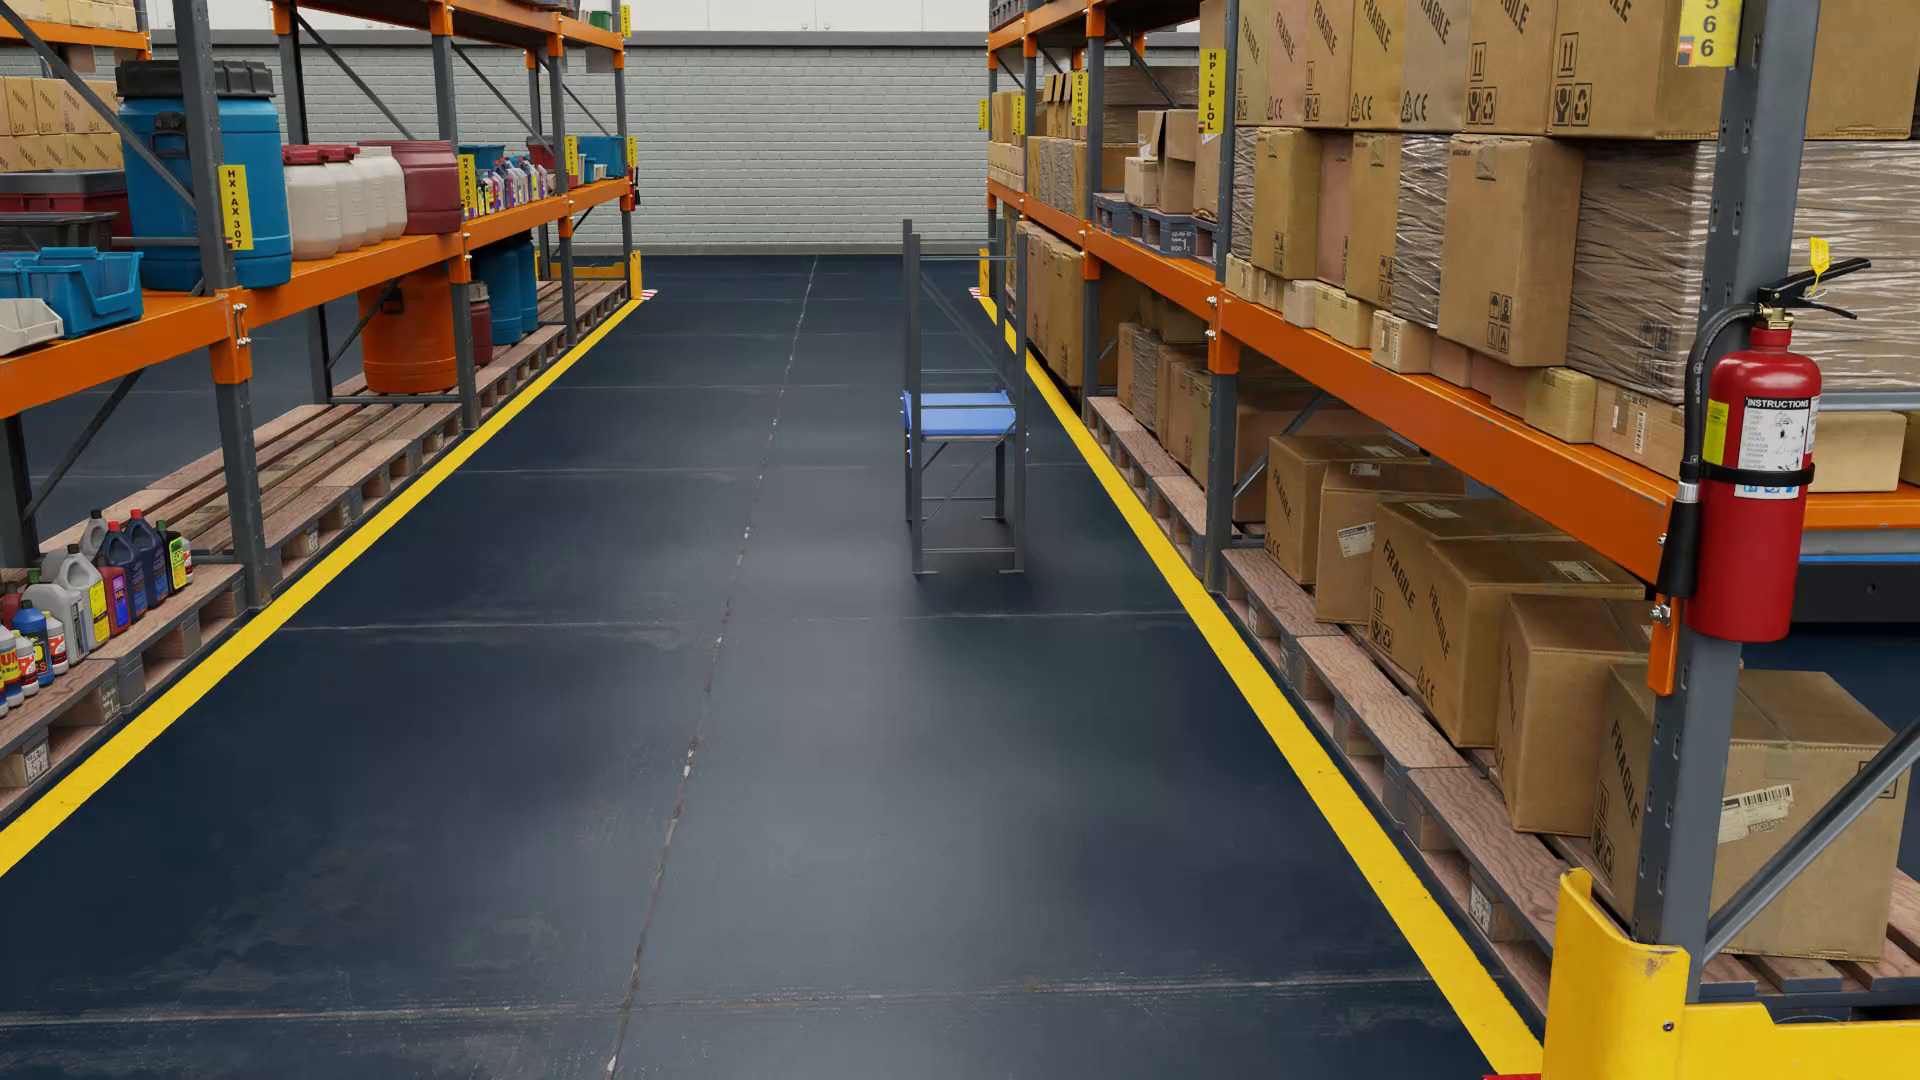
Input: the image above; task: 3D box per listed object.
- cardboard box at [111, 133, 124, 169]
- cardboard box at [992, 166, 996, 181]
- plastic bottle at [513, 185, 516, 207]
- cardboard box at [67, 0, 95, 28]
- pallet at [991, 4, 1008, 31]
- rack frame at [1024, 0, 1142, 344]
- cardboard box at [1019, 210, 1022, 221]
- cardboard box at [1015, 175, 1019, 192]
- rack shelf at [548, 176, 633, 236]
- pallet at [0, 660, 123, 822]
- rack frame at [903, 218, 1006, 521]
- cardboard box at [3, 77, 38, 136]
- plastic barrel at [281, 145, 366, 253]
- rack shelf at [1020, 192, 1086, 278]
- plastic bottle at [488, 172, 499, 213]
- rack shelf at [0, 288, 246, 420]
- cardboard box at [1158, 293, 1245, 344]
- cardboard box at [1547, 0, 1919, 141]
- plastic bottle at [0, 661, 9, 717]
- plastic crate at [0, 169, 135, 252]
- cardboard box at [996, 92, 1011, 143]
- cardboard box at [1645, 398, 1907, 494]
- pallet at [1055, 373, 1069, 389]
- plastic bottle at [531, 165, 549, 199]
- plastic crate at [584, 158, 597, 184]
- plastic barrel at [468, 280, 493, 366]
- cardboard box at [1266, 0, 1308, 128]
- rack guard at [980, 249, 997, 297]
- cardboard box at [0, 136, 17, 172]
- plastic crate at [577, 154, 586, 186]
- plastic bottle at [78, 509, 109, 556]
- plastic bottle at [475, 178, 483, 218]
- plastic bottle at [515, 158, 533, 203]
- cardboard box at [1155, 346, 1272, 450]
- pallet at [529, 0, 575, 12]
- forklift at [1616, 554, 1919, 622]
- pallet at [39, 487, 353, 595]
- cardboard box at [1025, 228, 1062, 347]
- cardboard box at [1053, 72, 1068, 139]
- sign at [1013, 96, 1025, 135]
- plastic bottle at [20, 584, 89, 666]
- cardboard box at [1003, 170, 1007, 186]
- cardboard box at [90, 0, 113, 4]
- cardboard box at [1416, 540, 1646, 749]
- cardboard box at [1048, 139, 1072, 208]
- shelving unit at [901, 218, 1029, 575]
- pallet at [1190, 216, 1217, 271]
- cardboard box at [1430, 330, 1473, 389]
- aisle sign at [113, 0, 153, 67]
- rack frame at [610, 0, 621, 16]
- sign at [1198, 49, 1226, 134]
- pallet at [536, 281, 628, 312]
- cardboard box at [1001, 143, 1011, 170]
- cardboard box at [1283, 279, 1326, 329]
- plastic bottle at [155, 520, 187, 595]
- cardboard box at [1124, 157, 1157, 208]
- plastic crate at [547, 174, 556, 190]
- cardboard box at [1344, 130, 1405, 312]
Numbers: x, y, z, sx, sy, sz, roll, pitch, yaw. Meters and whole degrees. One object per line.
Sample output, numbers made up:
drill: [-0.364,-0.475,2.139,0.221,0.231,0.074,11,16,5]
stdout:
cardboard box: [-8.737,-3.883,16.896,0.500,0.500,0.500,-1,14,-3]
cardboard box: [0.542,-3.880,17.590,0.380,0.149,0.250,-1,14,-5]
plastic bottle: [-3.422,-2.626,12.611,0.097,0.201,0.097,0,14,0]
cardboard box: [-8.713,-5.078,16.024,0.500,0.250,0.500,-1,14,-3]
pallet: [0.872,-5.448,17.338,1.003,0.211,1.213,-1,14,-3]
rack frame: [1.064,-3.227,14.551,1.000,3.000,0.127,-1,14,-3]
cardboard box: [1.047,-2.791,16.276,0.875,0.875,0.875,-1,14,-3]
cardboard box: [0.702,-3.241,15.106,0.380,0.149,0.250,-1,14,-2]
rack shelf: [-4.004,-3.300,16.276,1.077,0.370,4.000,-1,14,-3]
pallet: [-3.305,0.661,5.034,1.003,0.211,1.213,-1,14,-3]
rack frame: [-0.026,-0.832,8.248,0.500,1.500,0.032,-1,14,-3]
cardboard box: [-8.605,-3.858,14.794,0.500,0.500,0.500,-1,14,-5]
plastic barrel: [-3.297,-1.759,8.569,0.433,0.535,0.433,0,14,0]
rack shelf: [1.188,-2.382,12.707,1.077,0.370,4.000,-1,14,-3]
plastic bottle: [-3.362,-2.500,11.959,0.061,0.283,0.133,-1,14,-3]
rack shelf: [-3.260,-0.316,4.677,1.077,0.370,4.000,-1,14,-3]
cardboard box: [1.426,-1.300,9.689,0.500,0.250,0.500,1,14,3]
cardboard box: [1.526,-1.053,3.294,0.500,0.500,0.500,-1,14,-3]
plastic bottle: [-2.959,0.401,5.042,0.097,0.271,0.097,0,14,0]
plastic crate: [-3.720,-1.308,6.962,0.402,0.464,0.583,-1,14,-3]
cardboard box: [0.645,-4.280,16.841,0.500,0.500,0.500,-1,14,-5]
cardboard box: [1.583,-0.189,3.246,0.380,0.149,0.250,-1,14,-3]
pallet: [1.265,-1.382,12.975,1.003,0.211,1.213,-1,14,-3]
plastic bottle: [-3.533,-2.998,13.907,0.152,0.276,0.135,-1,14,-3]
plastic crate: [-3.744,-3.587,16.163,0.416,0.233,0.300,-1,14,-3]
plastic barrel: [-3.749,-1.594,12.199,0.600,0.588,0.708,-1,14,-3]
cardboard box: [1.366,-1.674,5.710,0.500,0.500,0.500,-1,14,-3]
rack guard: [0.814,-3.018,18.752,1.175,0.500,0.348,-1,14,-3]
cardboard box: [-8.583,-3.255,14.456,0.500,0.500,0.500,-1,14,-2]
plastic crate: [-3.791,-3.505,15.748,0.437,0.282,0.530,-1,14,-3]
plastic bottle: [-3.200,0.066,6.182,0.144,0.351,0.185,-1,14,-3]
plastic bottle: [-3.328,-2.361,11.419,0.061,0.283,0.133,-1,14,-3]
plastic bottle: [-3.485,-2.858,13.212,0.144,0.351,0.185,-1,14,-3]
cardboard box: [1.462,-0.790,9.211,0.700,0.500,0.500,0,14,1]
pallet: [-3.734,-4.319,13.151,1.213,0.211,1.003,-1,14,-3]
forklift: [3.386,-1.405,7.606,1.130,2.935,3.031,0,14,0]
pallet: [-3.472,-0.006,7.625,1.003,0.211,1.213,-1,14,-3]
cardboard box: [1.179,-2.021,13.282,1.225,0.875,0.875,-1,14,-5]
cardboard box: [1.142,-3.432,13.132,0.797,0.503,0.637,-1,14,-3]
sign: [0.510,-3.676,14.398,0.100,0.325,0.005,-1,14,-3]
plastic bottle: [-3.019,0.269,5.545,0.152,0.276,0.135,-1,14,-2]
cardboard box: [0.623,-3.560,16.345,0.380,0.149,0.250,-1,14,-3]
cardboard box: [-8.754,-5.444,16.444,0.500,0.250,0.500,-1,14,-3]
cardboard box: [1.694,0.304,4.997,0.500,0.500,0.500,0,14,2]
cardboard box: [0.943,-2.780,12.610,0.500,0.500,0.500,-1,14,-2]
shelving unit: [0.005,-0.705,7.757,0.538,1.500,1.048,-1,14,-3]
pallet: [1.657,-1.337,7.589,1.003,0.211,1.213,-1,14,-3]
cardboard box: [1.490,-0.500,4.453,0.380,0.149,0.250,-1,14,-3]
aisle sign: [-8.770,-5.351,17.587,0.394,0.787,0.004,-1,14,-3]
rack frame: [-4.128,-7.051,17.372,1.000,3.000,0.127,-1,14,-3]
sign: [1.006,-1.789,6.637,0.100,0.325,0.005,-1,14,-3]
pallet: [-4.115,-2.590,17.668,1.003,0.211,1.213,-1,14,-3]
cardboard box: [0.680,-3.786,16.426,0.500,0.250,0.500,-1,14,-5]
cardboard box: [1.317,-0.809,5.656,0.380,0.149,0.250,-1,14,-3]
plastic bottle: [-3.025,0.056,6.359,0.061,0.283,0.133,0,14,-1]
cardboard box: [1.186,-1.943,9.017,0.500,0.250,0.500,-1,14,-5]
plastic crate: [-3.766,-3.170,14.737,0.396,0.136,0.243,-1,14,-3]
cardboard box: [1.643,-0.945,4.881,0.875,0.500,0.500,-1,14,-3]
